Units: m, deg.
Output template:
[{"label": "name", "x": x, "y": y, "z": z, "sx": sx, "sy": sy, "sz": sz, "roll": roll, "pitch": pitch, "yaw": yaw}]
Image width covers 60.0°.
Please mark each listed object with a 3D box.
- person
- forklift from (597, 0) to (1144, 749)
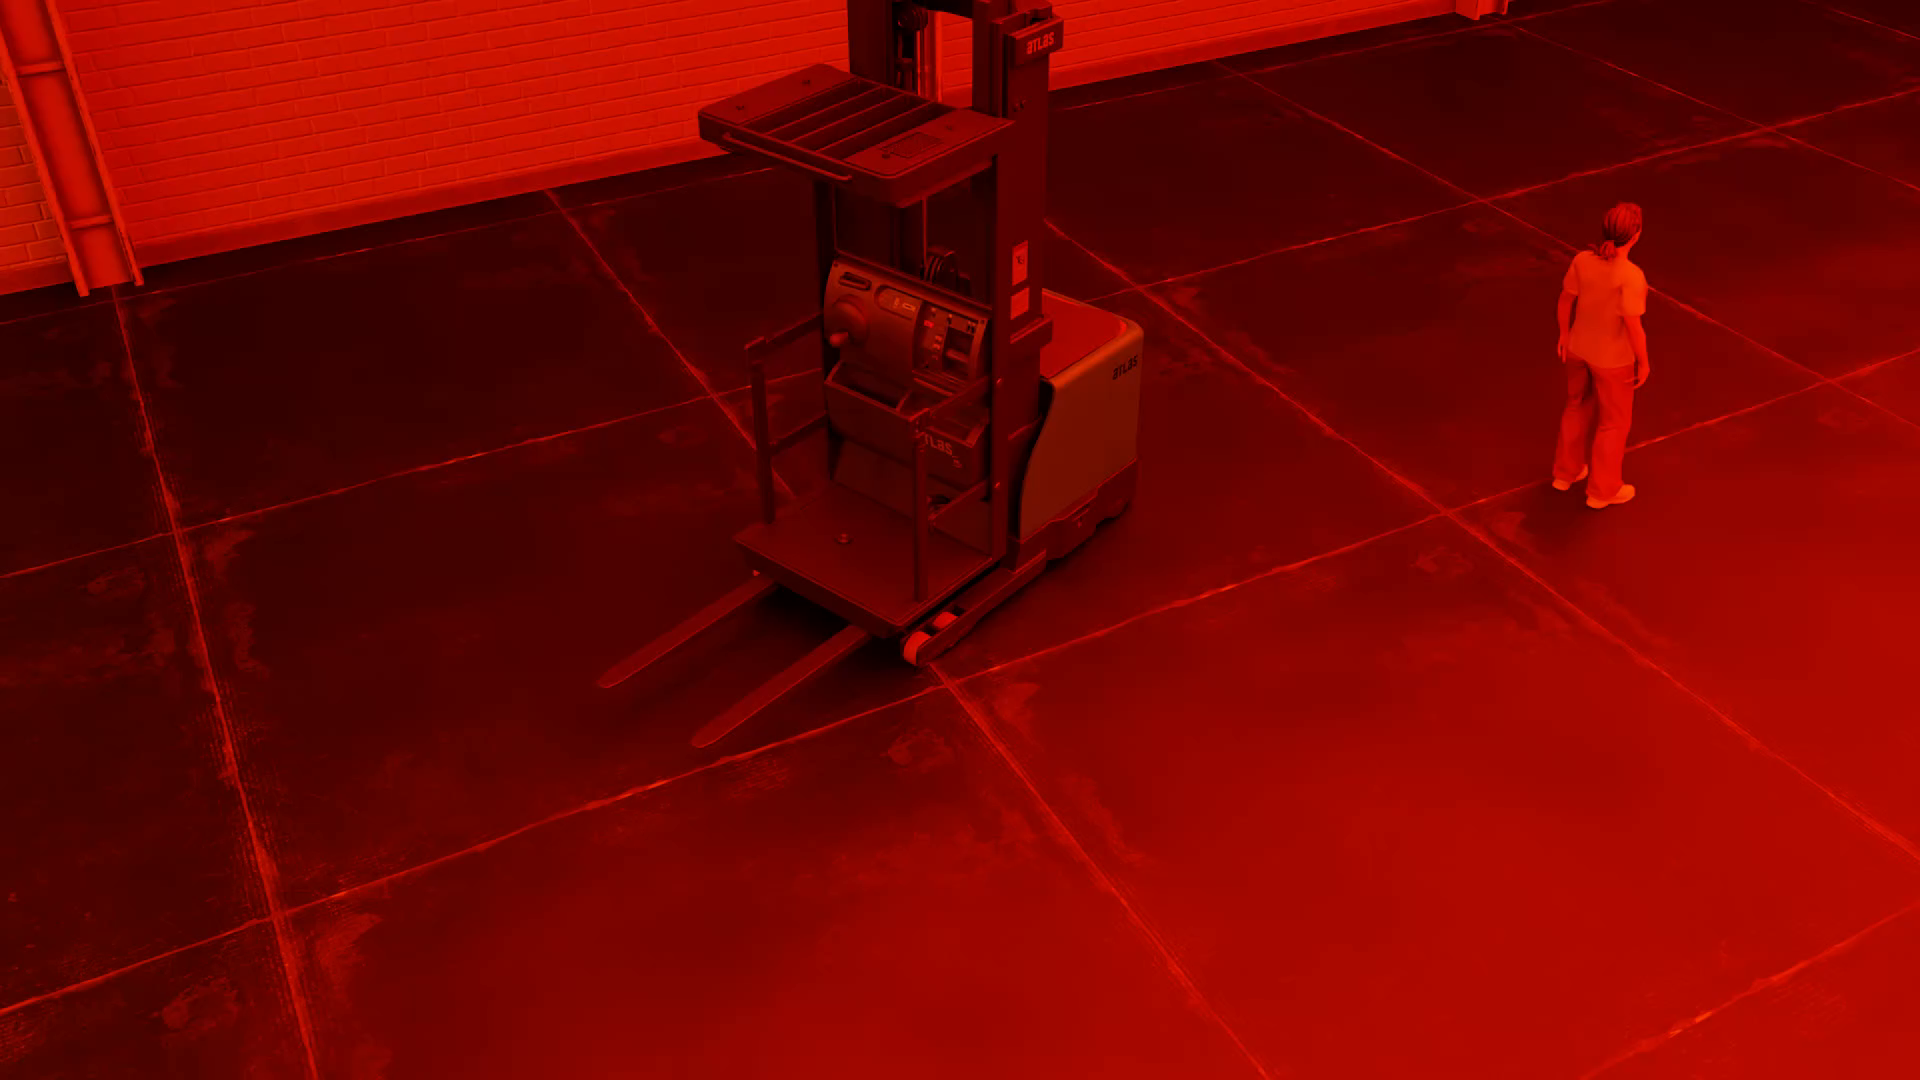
[{"label": "person", "x": 3.329, "y": -0.952, "z": 8.572, "sx": 0.493, "sy": 1.678, "sz": 0.538, "roll": -19, "pitch": 40, "yaw": -25}, {"label": "forklift", "x": -0.390, "y": -0.927, "z": 7.434, "sx": 1.130, "sy": 2.935, "sz": 3.031, "roll": 26, "pitch": 43, "yaw": 31}]
